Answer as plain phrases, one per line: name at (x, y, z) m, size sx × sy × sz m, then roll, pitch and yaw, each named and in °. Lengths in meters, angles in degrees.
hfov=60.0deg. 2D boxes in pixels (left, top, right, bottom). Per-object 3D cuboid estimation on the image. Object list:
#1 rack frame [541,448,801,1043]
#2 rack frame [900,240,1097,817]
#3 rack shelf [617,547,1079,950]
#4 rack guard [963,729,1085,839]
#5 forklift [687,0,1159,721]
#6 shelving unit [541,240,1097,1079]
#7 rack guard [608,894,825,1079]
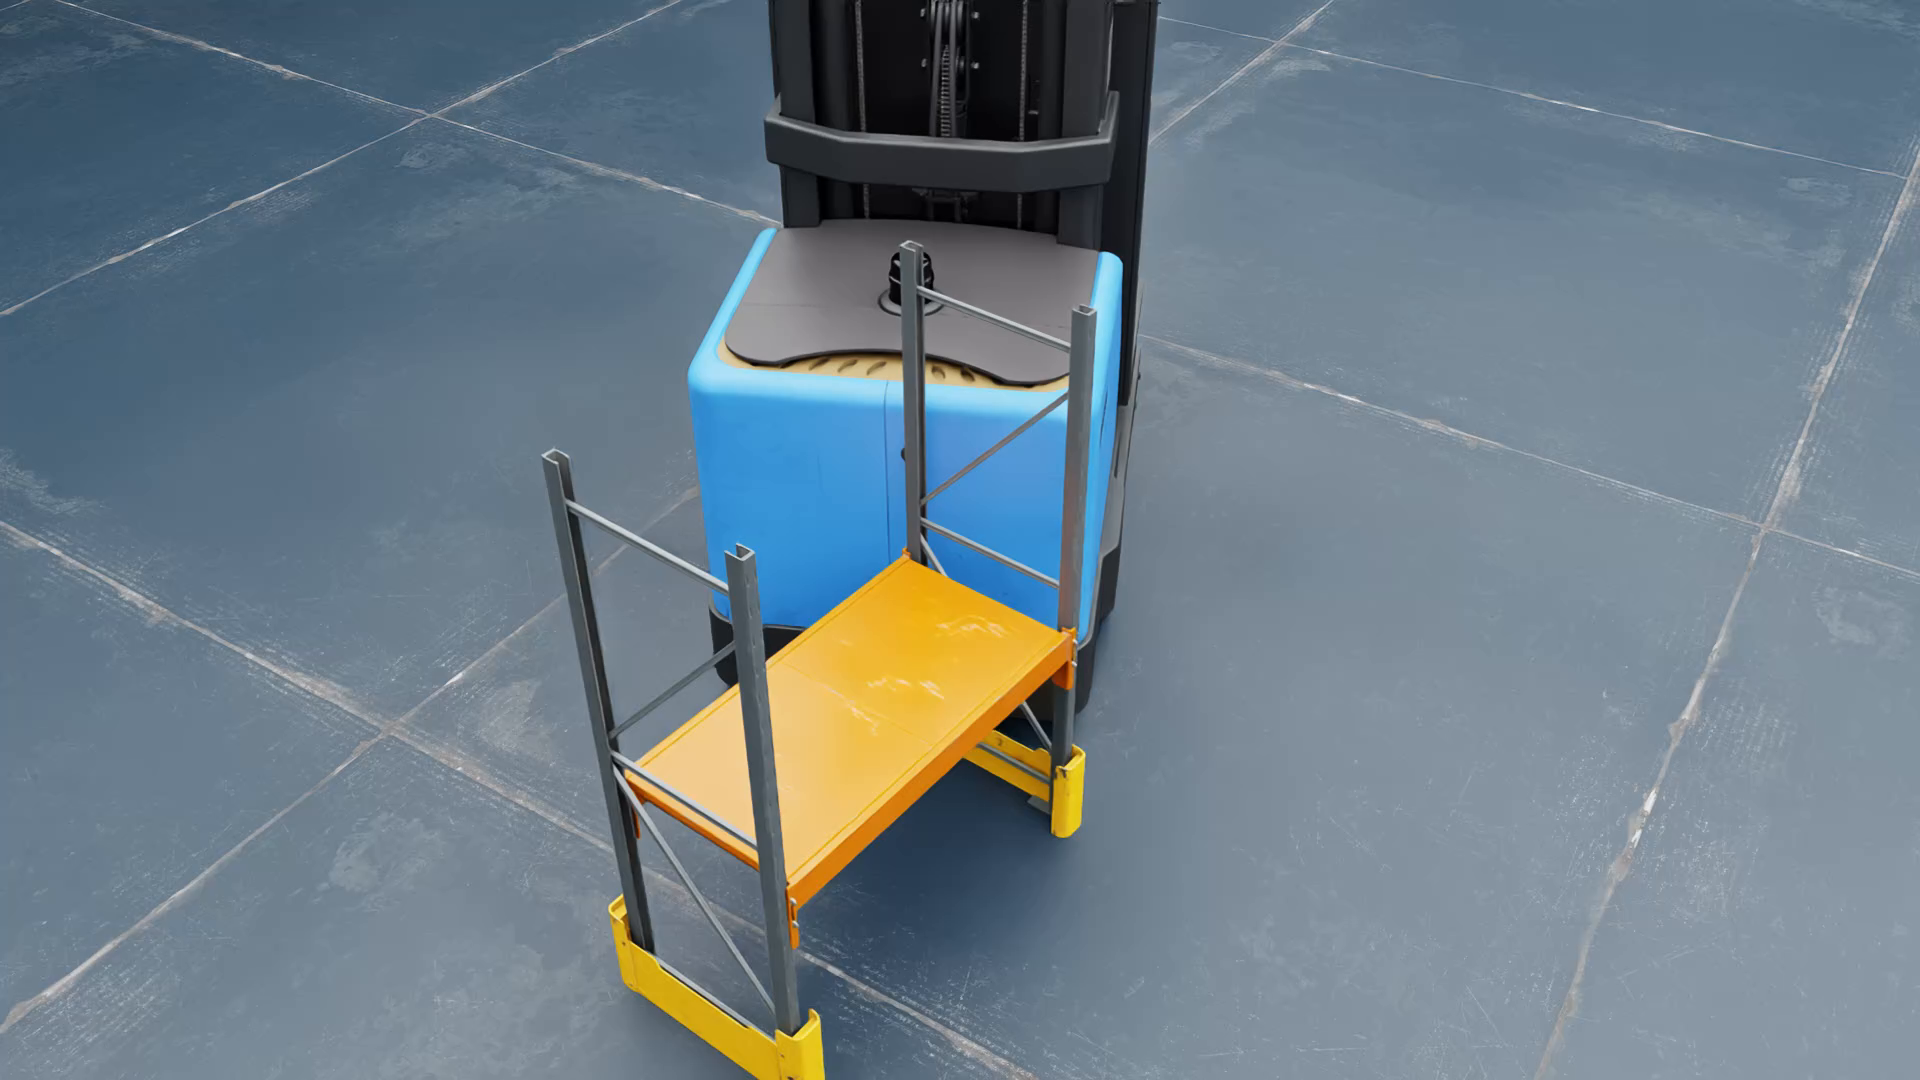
rack frame at (-0.547, 0.528, 3.336) m, size 0.500 × 1.500 × 0.032 m, roll 25°, pitch 44°, yaw 29°
rack frame at (0.075, 0.037, 3.974) m, size 0.500 × 1.500 × 0.032 m, roll 25°, pitch 44°, yaw 29°
rack shelf at (-0.236, 0.425, 3.765) m, size 0.538 × 0.185 × 1.000 m, roll 25°, pitch 44°, yaw 29°
rack guard at (0.063, 0.541, 4.343) m, size 0.587 × 0.250 × 0.087 m, roll 25°, pitch 44°, yaw 29°
forklift at (0.043, -1.566, 4.881) m, size 1.130 × 2.935 × 3.031 m, roll 5°, pitch 38°, yaw 7°
shelving unit at (-0.242, 0.287, 3.649) m, size 0.587 × 1.500 × 1.083 m, roll 25°, pitch 44°, yaw 29°
rack guard at (-0.546, 1.023, 3.719) m, size 0.587 × 0.250 × 0.087 m, roll 25°, pitch 44°, yaw 29°
